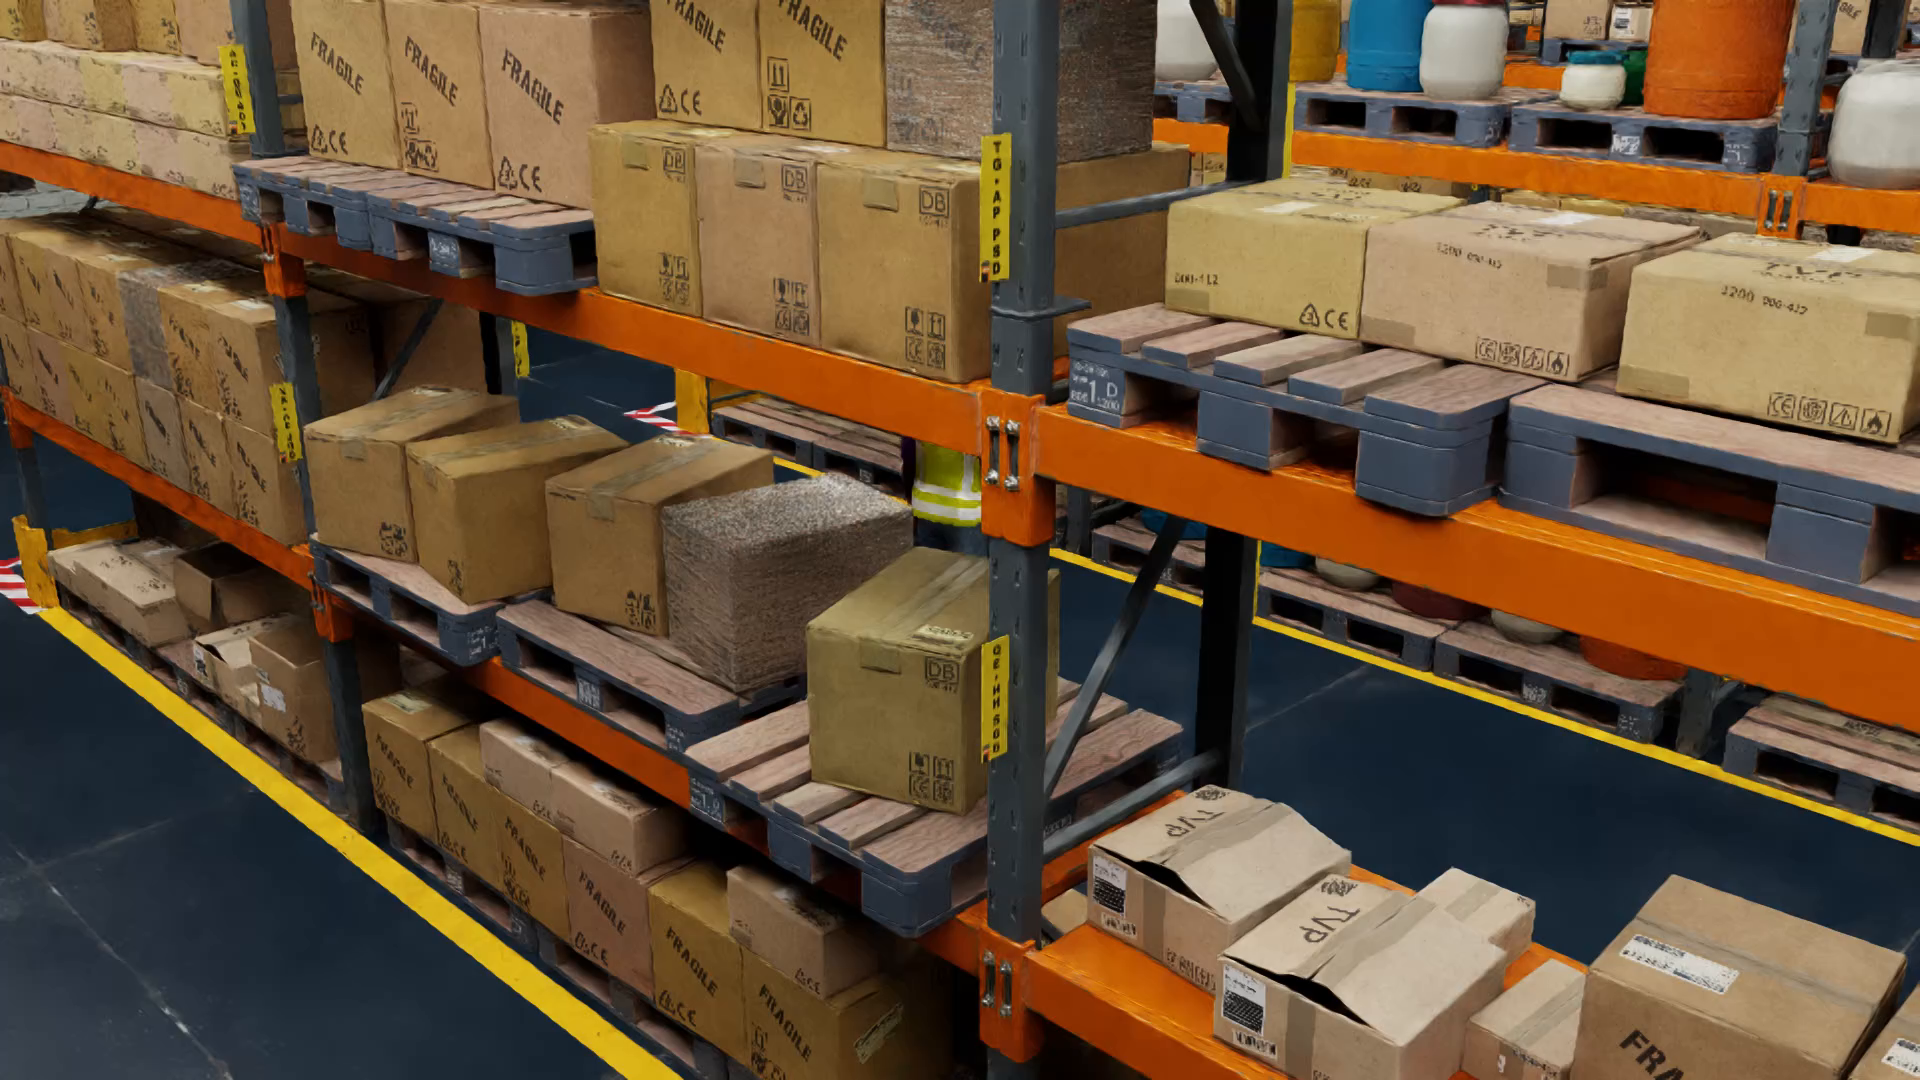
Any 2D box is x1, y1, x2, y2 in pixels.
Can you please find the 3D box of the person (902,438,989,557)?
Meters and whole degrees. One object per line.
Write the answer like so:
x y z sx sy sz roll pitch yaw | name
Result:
4.336 -7.478 18.238 3.290 9.000 24.741 10 23 24 | person
